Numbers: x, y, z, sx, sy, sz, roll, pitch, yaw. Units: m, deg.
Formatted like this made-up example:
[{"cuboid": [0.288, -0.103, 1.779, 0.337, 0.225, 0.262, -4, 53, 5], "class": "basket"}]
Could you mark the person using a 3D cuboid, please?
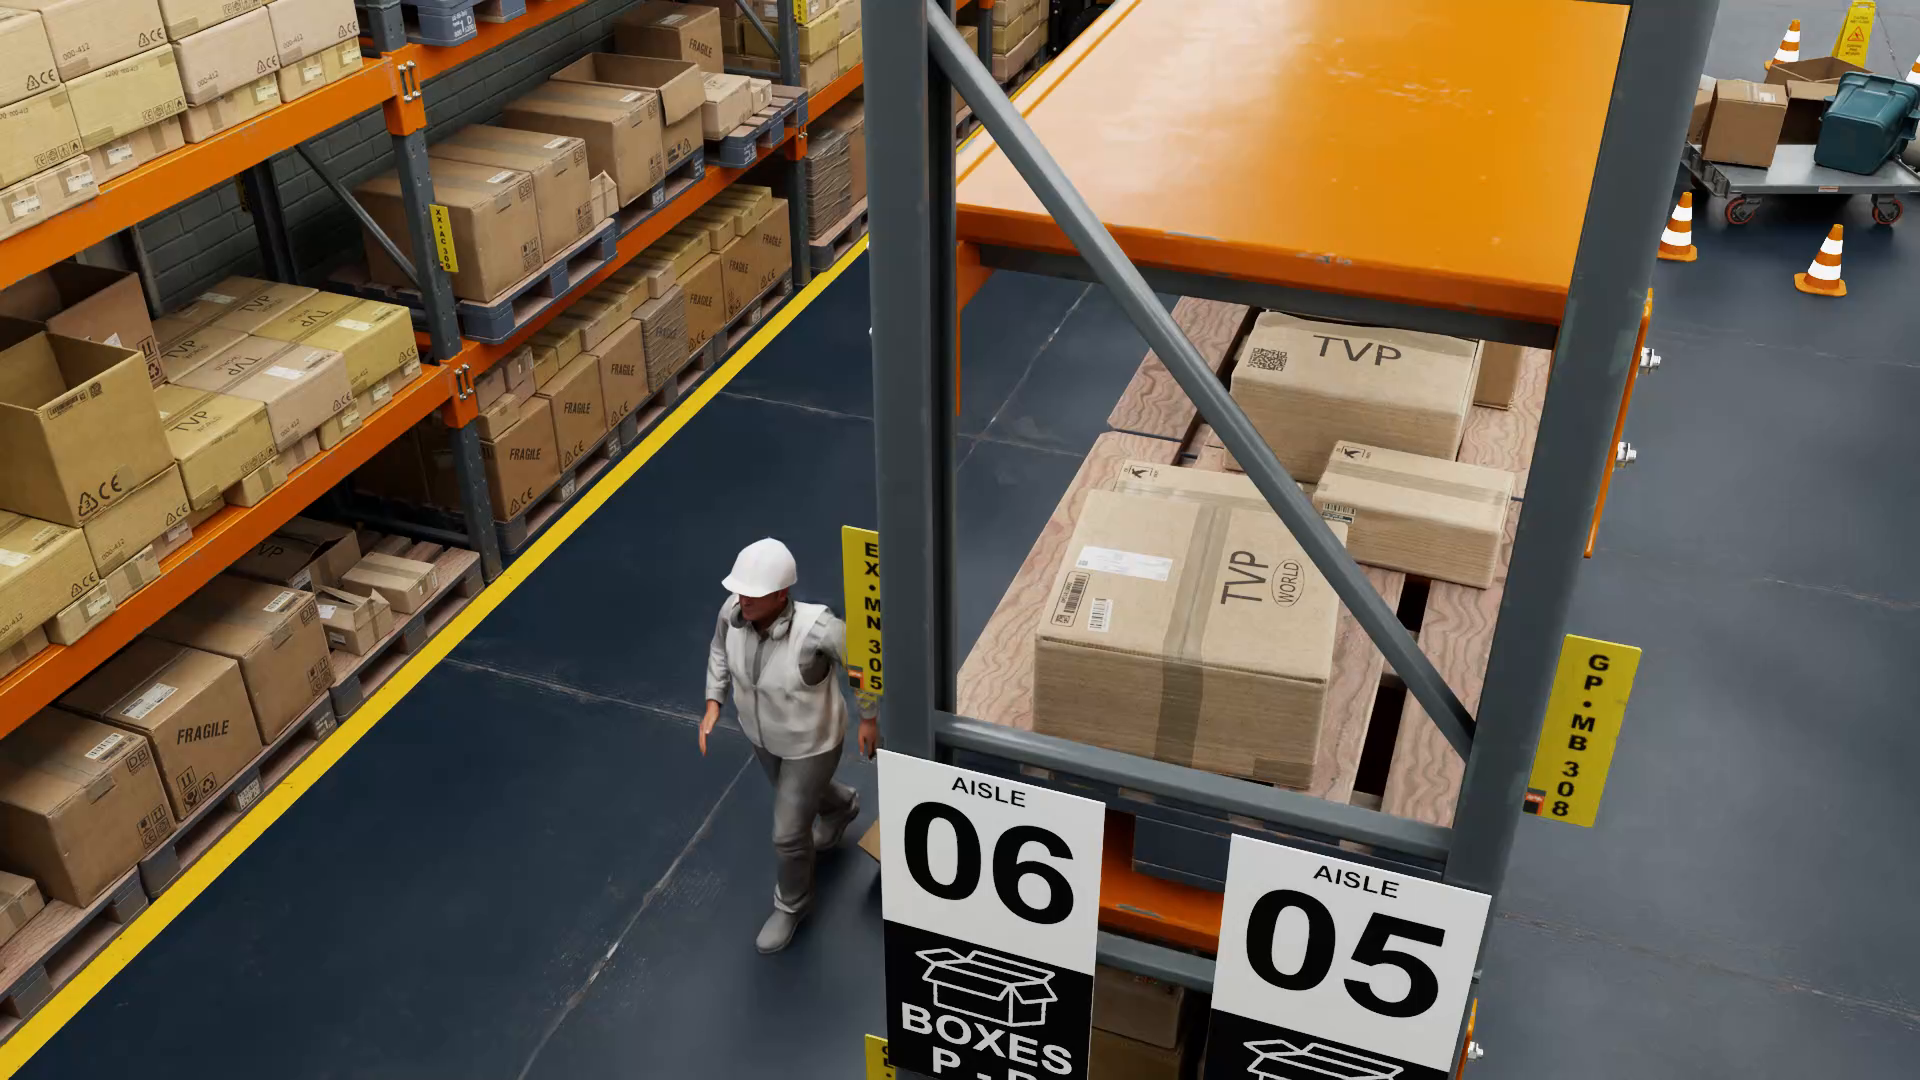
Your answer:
[{"cuboid": [-0.634, 0.707, 6.460, 0.673, 1.778, 0.802, 22, 39, 30], "class": "person"}]
